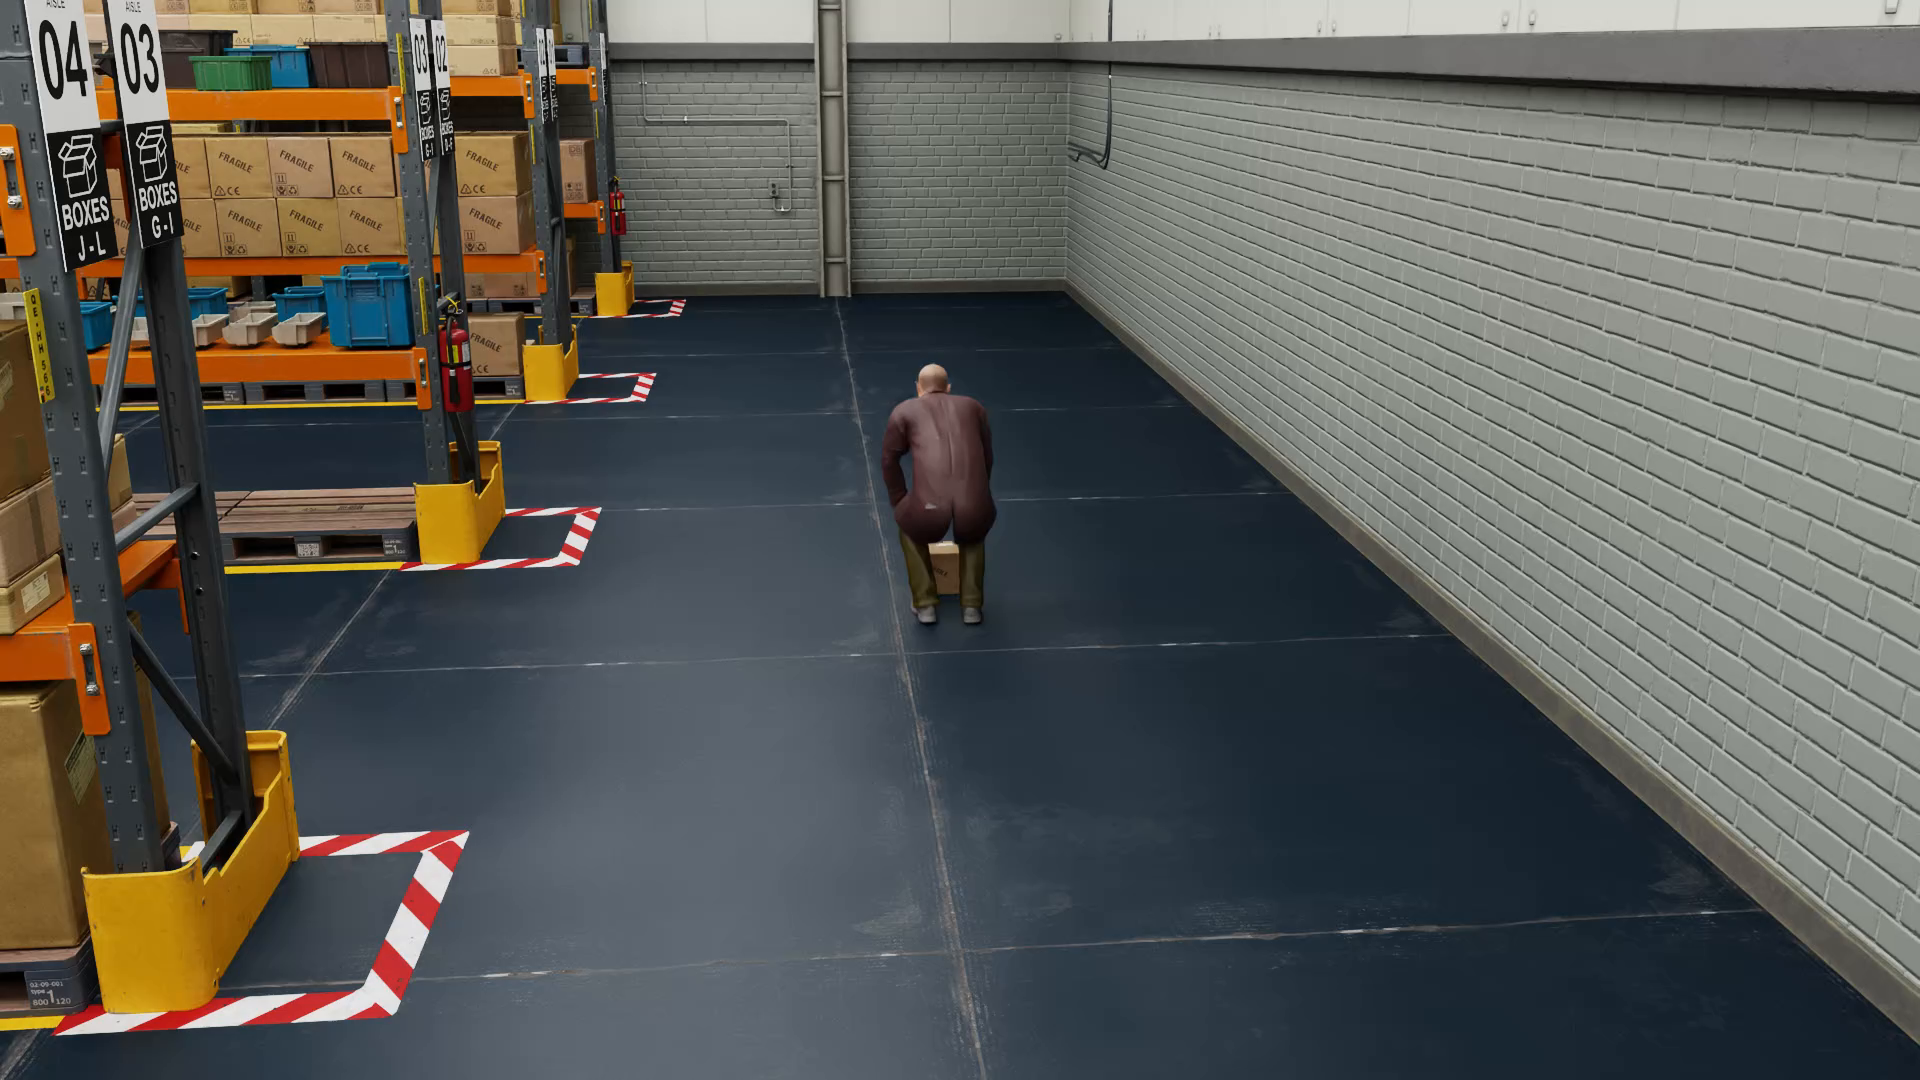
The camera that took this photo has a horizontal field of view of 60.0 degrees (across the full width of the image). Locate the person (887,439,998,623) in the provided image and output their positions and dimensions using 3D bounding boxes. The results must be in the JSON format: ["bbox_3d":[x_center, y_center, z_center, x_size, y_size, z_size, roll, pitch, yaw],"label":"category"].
[{"bbox_3d":[-0.099,-0.049,9.270,0.608,0.907,0.893,-2,17,-6],"label":"person"}]
